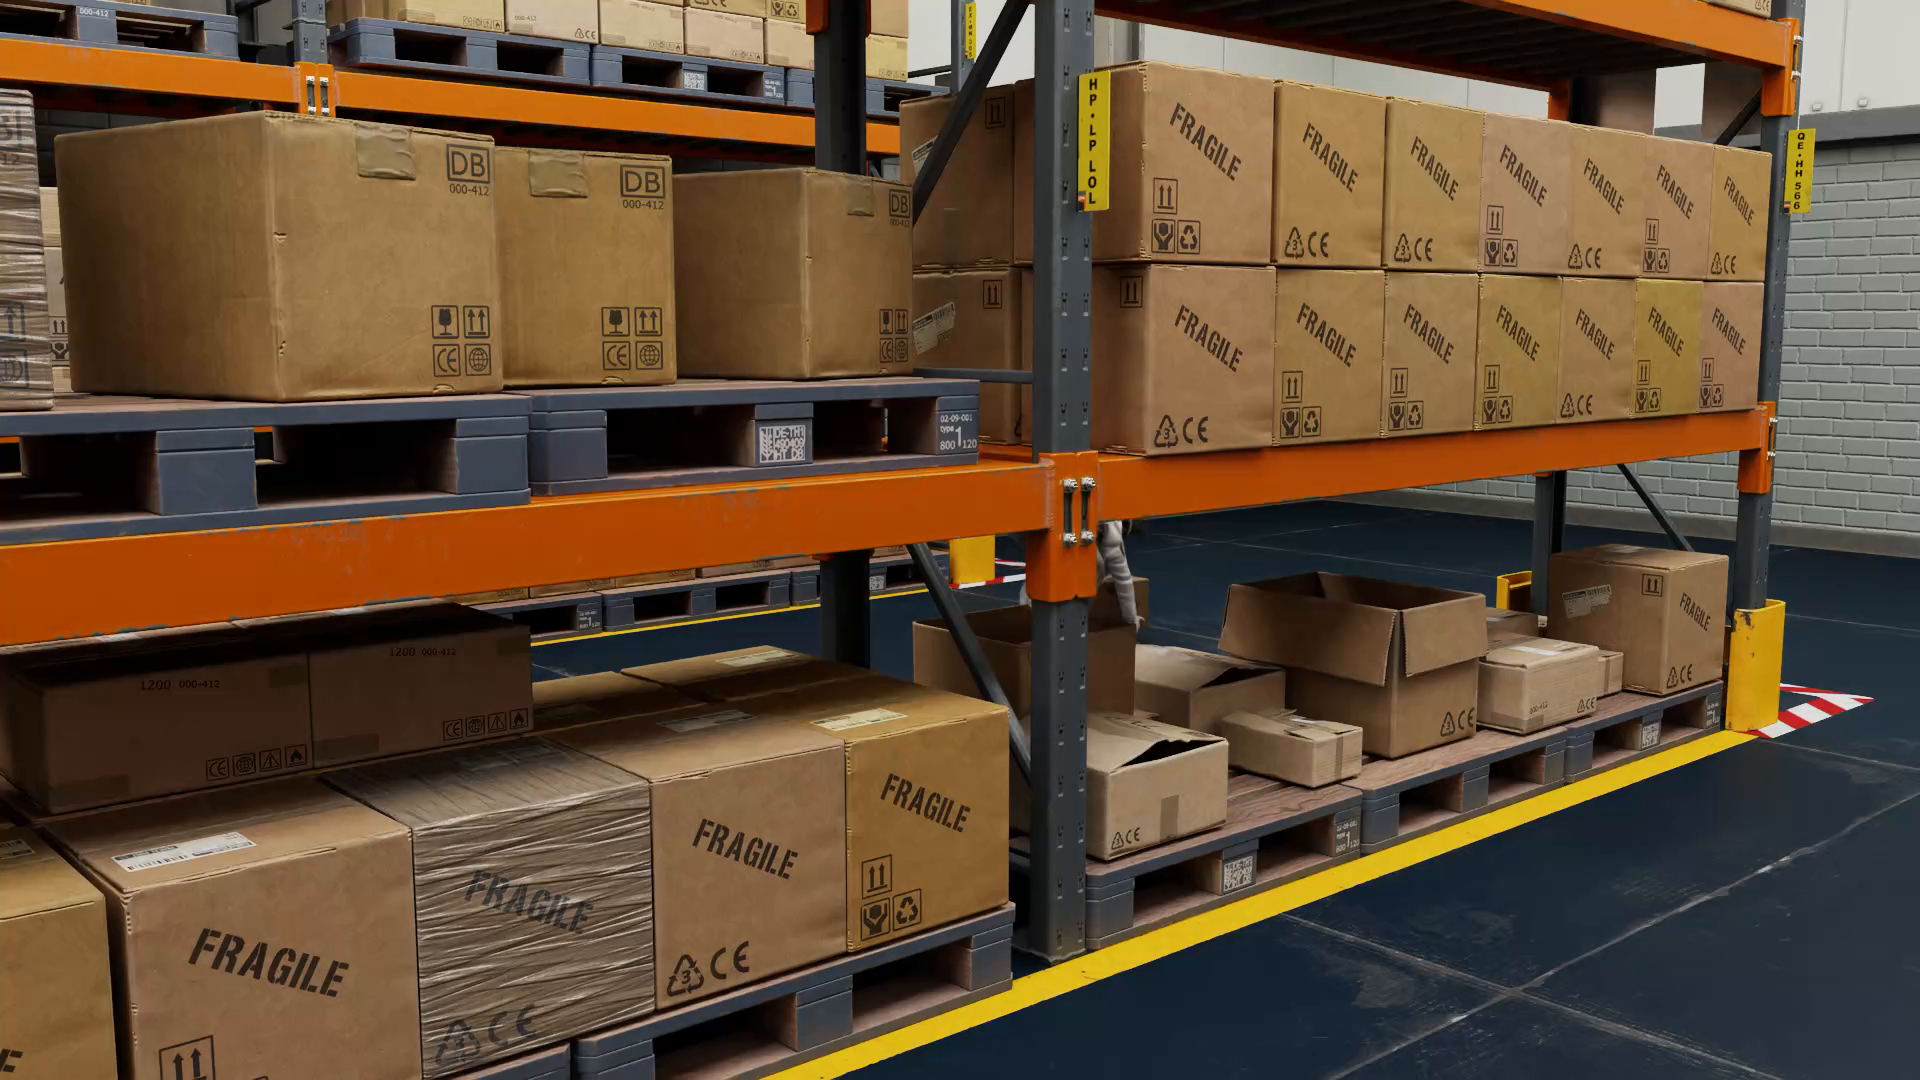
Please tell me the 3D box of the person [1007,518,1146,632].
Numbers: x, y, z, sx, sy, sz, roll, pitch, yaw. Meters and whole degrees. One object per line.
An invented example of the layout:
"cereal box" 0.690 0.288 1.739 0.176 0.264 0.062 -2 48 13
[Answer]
"person" 0.564 0.096 8.360 0.886 0.933 0.448 -7 10 -44
